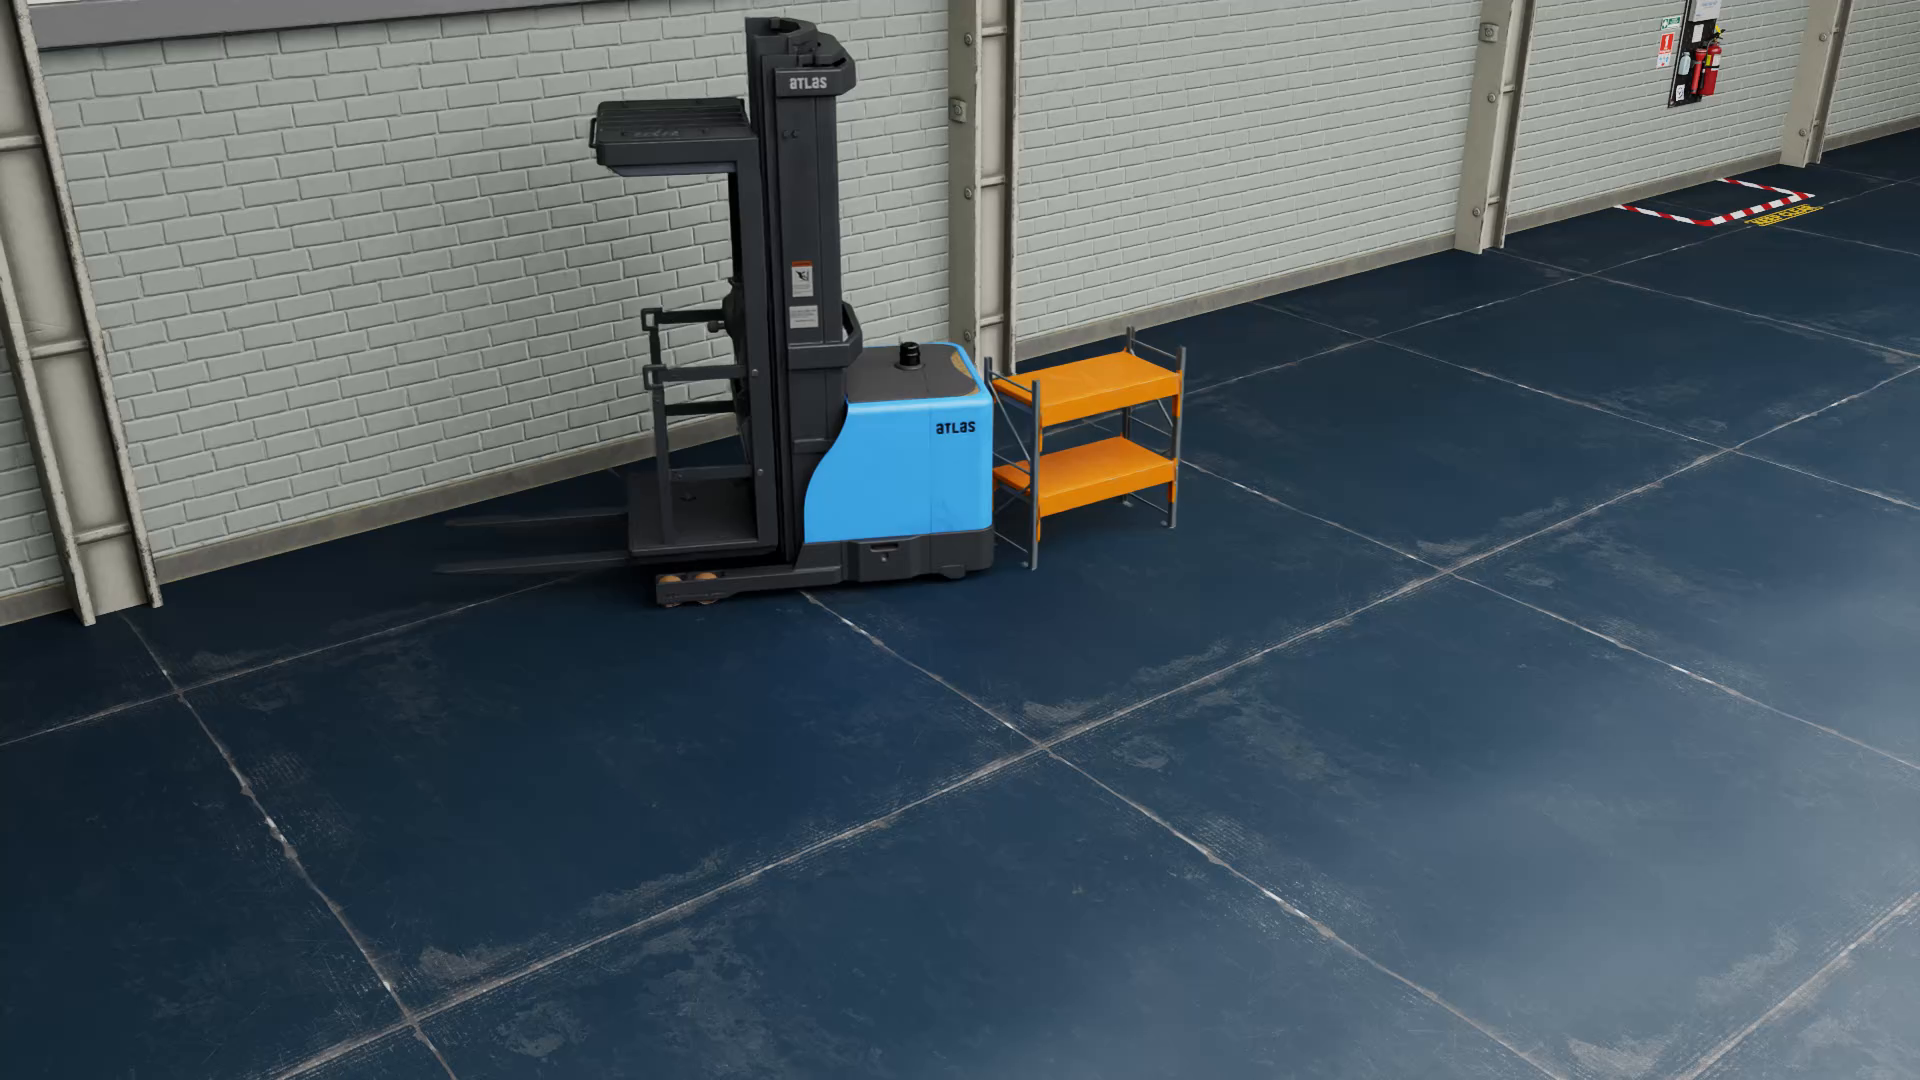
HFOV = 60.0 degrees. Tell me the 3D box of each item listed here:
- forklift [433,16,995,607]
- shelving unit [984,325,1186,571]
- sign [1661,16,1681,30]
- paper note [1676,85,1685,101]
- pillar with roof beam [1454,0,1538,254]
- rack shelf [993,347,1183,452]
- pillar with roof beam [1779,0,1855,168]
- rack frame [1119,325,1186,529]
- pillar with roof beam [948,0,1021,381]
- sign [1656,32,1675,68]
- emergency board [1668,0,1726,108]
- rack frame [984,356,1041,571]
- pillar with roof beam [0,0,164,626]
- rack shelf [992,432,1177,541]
[{"bbox_3d":[-1.376,-1.208,8.872,3.031,2.935,1.130,-4,25,-9],"label":"forklift"},{"bbox_3d":[0.708,-0.546,9.590,1.048,1.125,0.538,-16,29,-30],"label":"shelving unit"},{"bbox_3d":[7.151,-5.199,16.718,0.331,0.109,0.001,-18,31,-34],"label":"sign"},{"bbox_3d":[7.458,-4.631,17.212,0.142,0.148,0.016,-18,31,-34],"label":"paper note"},{"bbox_3d":[7.543,-5.420,10.739,0.400,9.000,9.100,-18,31,-34],"label":"pillar with roof beam"},{"bbox_3d":[0.708,-0.812,9.467,1.000,0.278,0.538,-16,29,-30],"label":"rack shelf"},{"bbox_3d":[12.265,-6.978,14.097,0.400,9.000,9.100,-18,31,-34],"label":"pillar with roof beam"},{"bbox_3d":[1.132,-0.664,9.846,0.032,1.125,0.500,-16,29,-30],"label":"rack frame"},{"bbox_3d":[2.822,-3.861,7.380,0.400,9.000,9.100,-18,31,-34],"label":"pillar with roof beam"},{"bbox_3d":[7.142,-4.961,16.833,0.234,0.329,0.001,-18,31,-34],"label":"sign"},{"bbox_3d":[7.640,-5.054,17.077,0.643,1.169,0.194,-18,31,-34],"label":"emergency board"},{"bbox_3d":[0.285,-0.428,9.335,0.032,1.125,0.500,-16,29,-30],"label":"rack frame"},{"bbox_3d":[-1.900,-2.303,4.022,0.400,9.000,9.100,-18,31,-34],"label":"pillar with roof beam"},{"bbox_3d":[0.708,-0.324,9.693,1.000,0.278,0.538,-16,29,-30],"label":"rack shelf"}]
